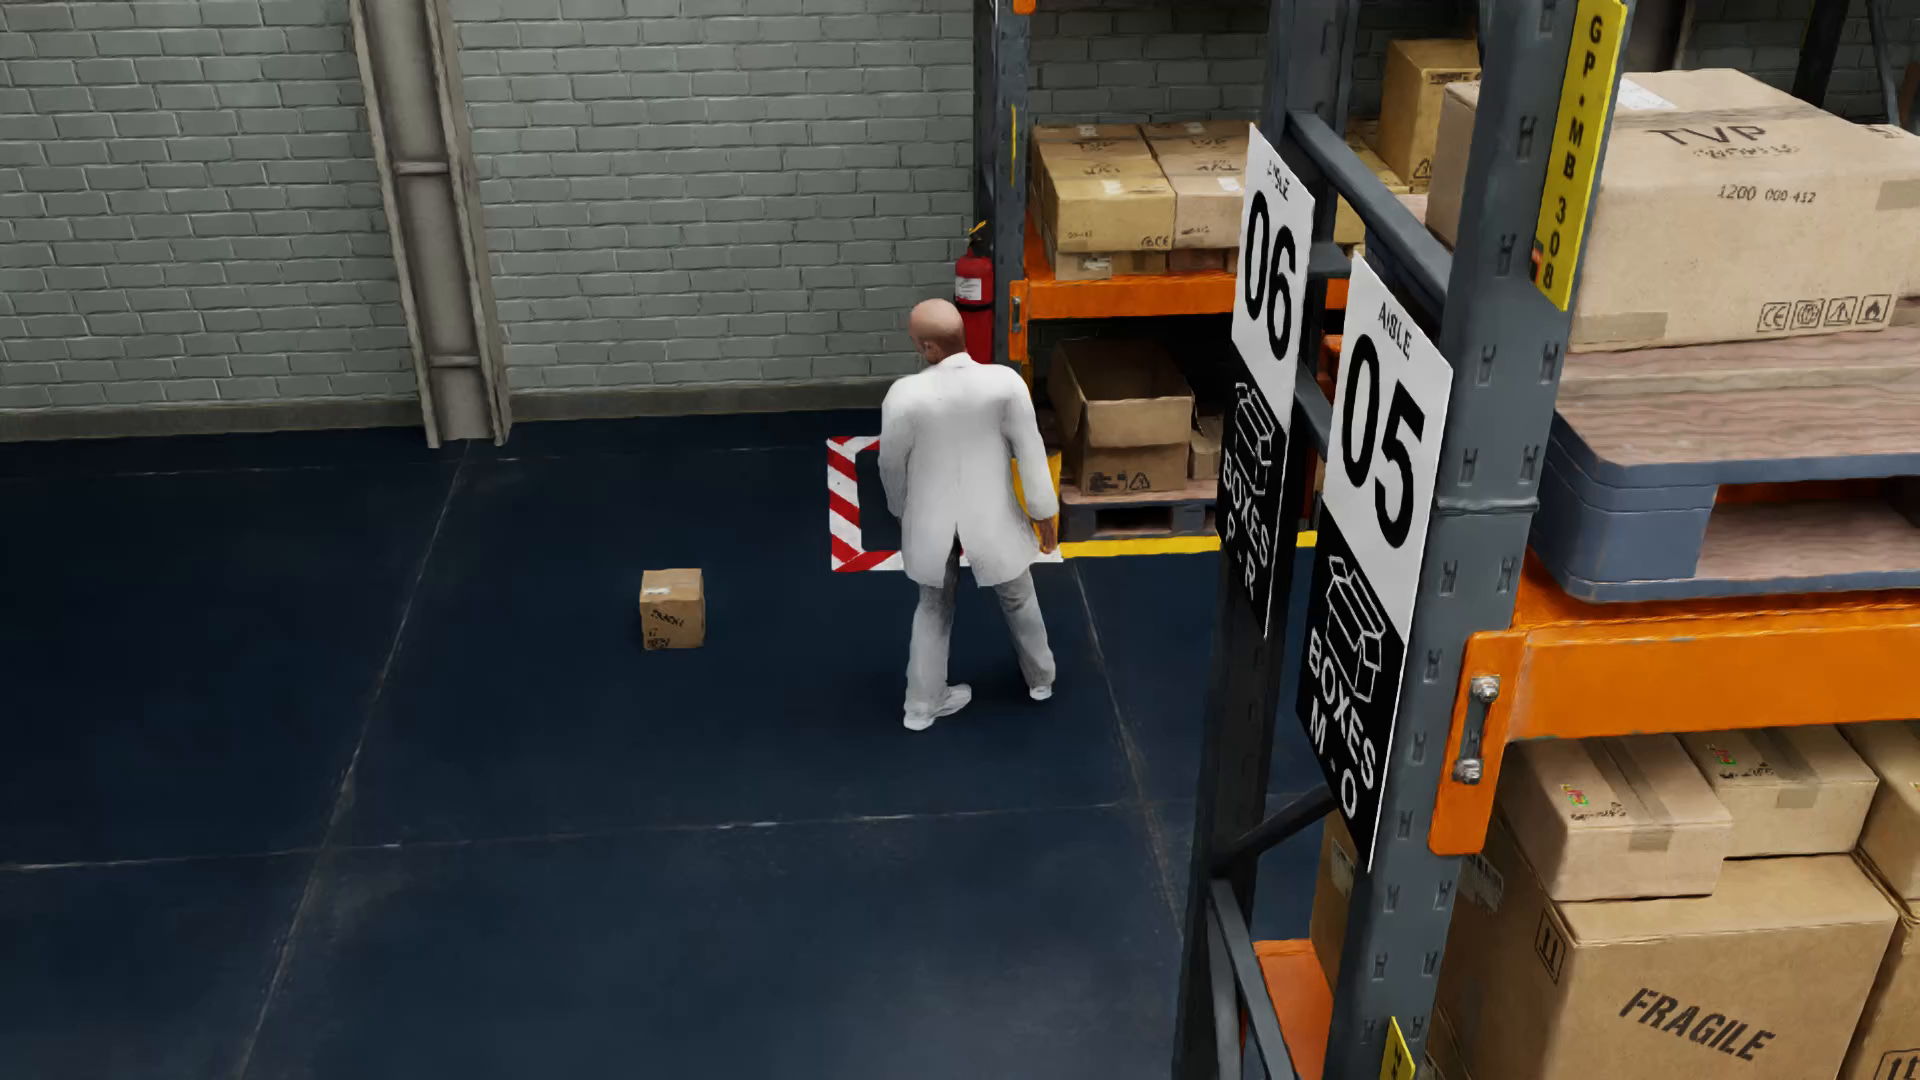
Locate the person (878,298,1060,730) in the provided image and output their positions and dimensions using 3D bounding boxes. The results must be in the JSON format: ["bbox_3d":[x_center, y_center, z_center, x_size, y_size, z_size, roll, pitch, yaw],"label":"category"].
[{"bbox_3d":[0.047,-0.116,6.379,0.683,1.773,0.608,2,31,4],"label":"person"}]
